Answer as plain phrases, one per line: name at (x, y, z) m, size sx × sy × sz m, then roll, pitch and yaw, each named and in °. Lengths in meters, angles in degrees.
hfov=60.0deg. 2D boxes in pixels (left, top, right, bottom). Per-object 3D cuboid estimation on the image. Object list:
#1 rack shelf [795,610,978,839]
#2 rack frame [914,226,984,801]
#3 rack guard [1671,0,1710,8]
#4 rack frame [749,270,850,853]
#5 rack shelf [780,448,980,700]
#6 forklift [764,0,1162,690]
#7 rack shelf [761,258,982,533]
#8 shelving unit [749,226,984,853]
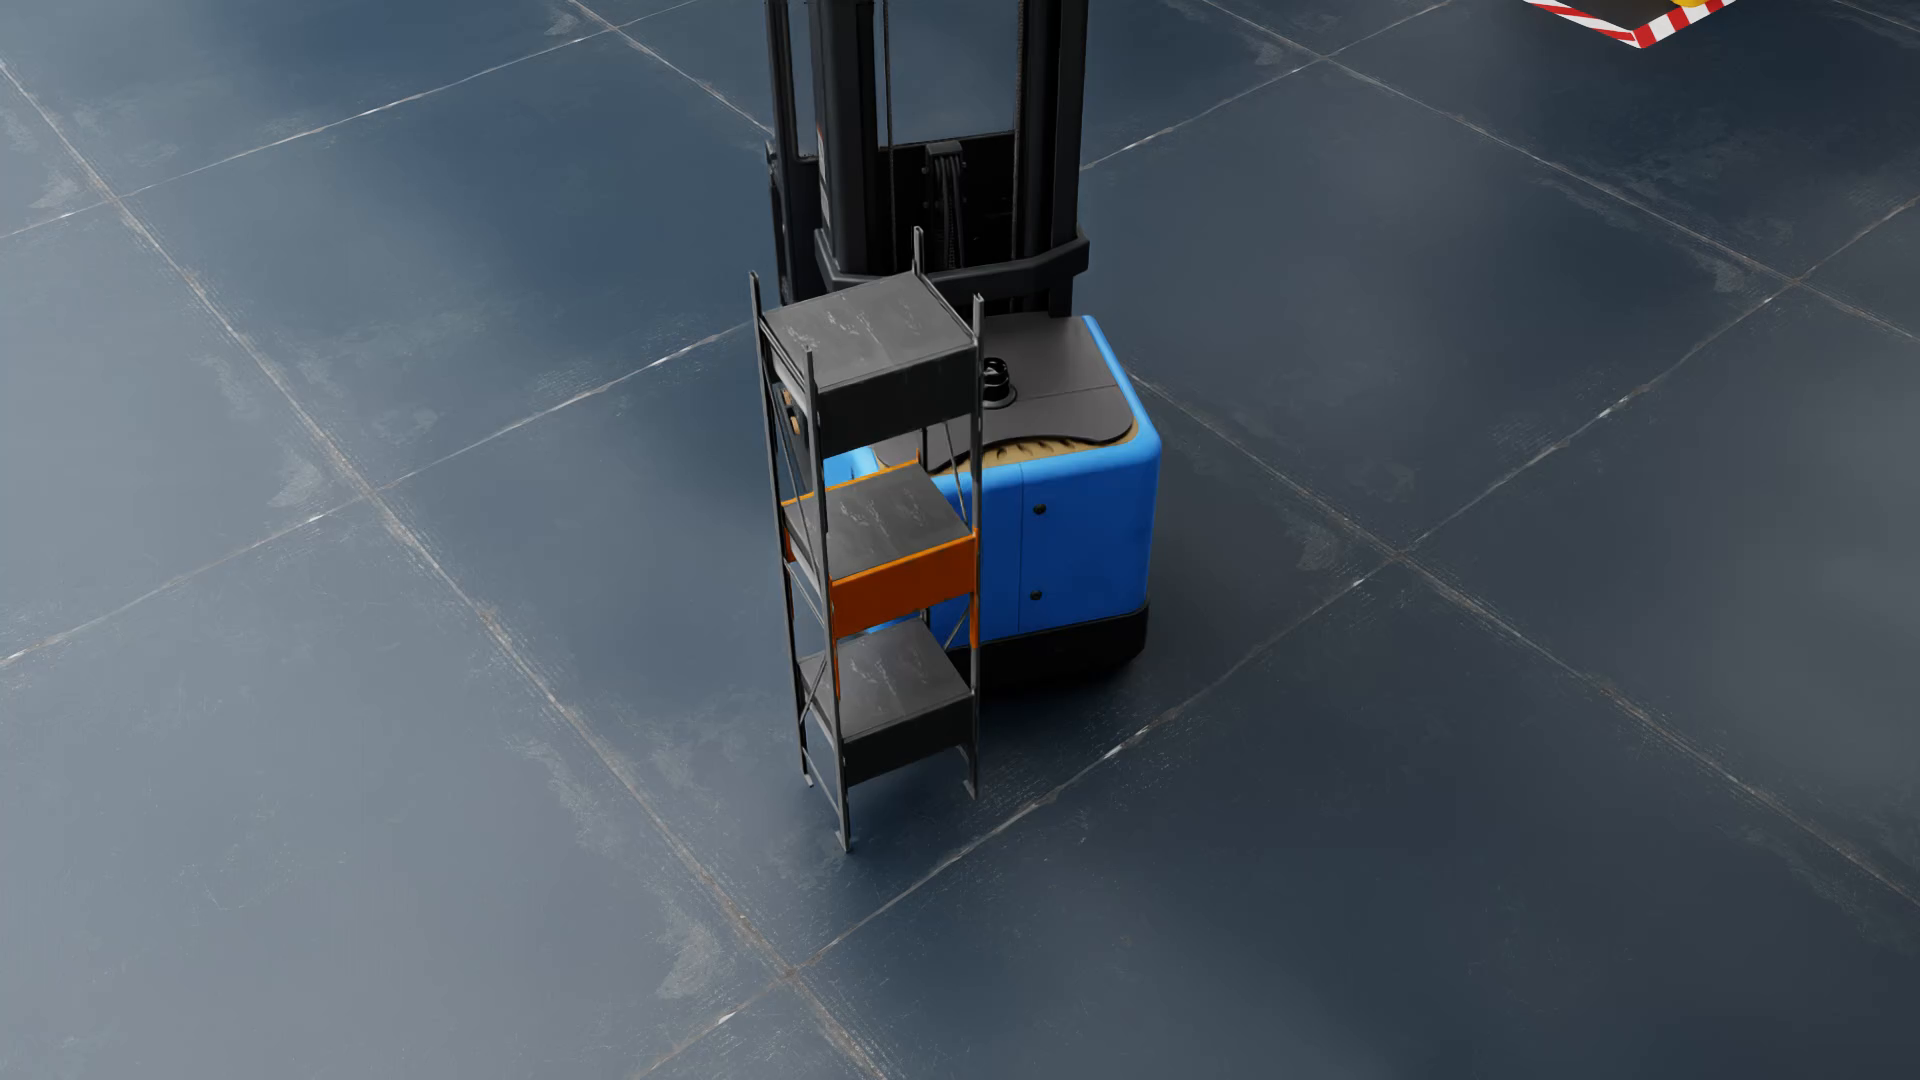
rack shelf at (-0.250, 0.613, 5.606) m, size 0.480 × 0.518 × 0.431 m, roll -19°, pitch 46°, yaw -19°
rack frame at (-0.032, 0.018, 5.197) m, size 0.015 × 2.100 × 0.400 m, roll -19°, pitch 46°, yaw -19°
rack guard at (4.252, -3.825, 10.458) m, size 0.348 × 0.500 × 1.175 m, roll -30°, pitch 51°, yaw -28°
rack frame at (-0.469, 0.168, 5.037) m, size 0.015 × 2.100 × 0.400 m, roll -19°, pitch 46°, yaw -19°
rack shelf at (-0.250, 0.103, 5.126) m, size 0.480 × 0.518 × 0.431 m, roll -19°, pitch 46°, yaw -19°
forklift at (-0.178, -1.497, 6.203) m, size 1.130 × 2.935 × 3.031 m, roll -10°, pitch 44°, yaw -11°
rack shelf at (-0.250, -0.407, 4.647) m, size 0.480 × 0.518 × 0.431 m, roll -19°, pitch 46°, yaw -19°
shelving unit at (-0.250, 0.093, 5.117) m, size 0.503 × 2.100 × 0.431 m, roll -19°, pitch 46°, yaw -19°
